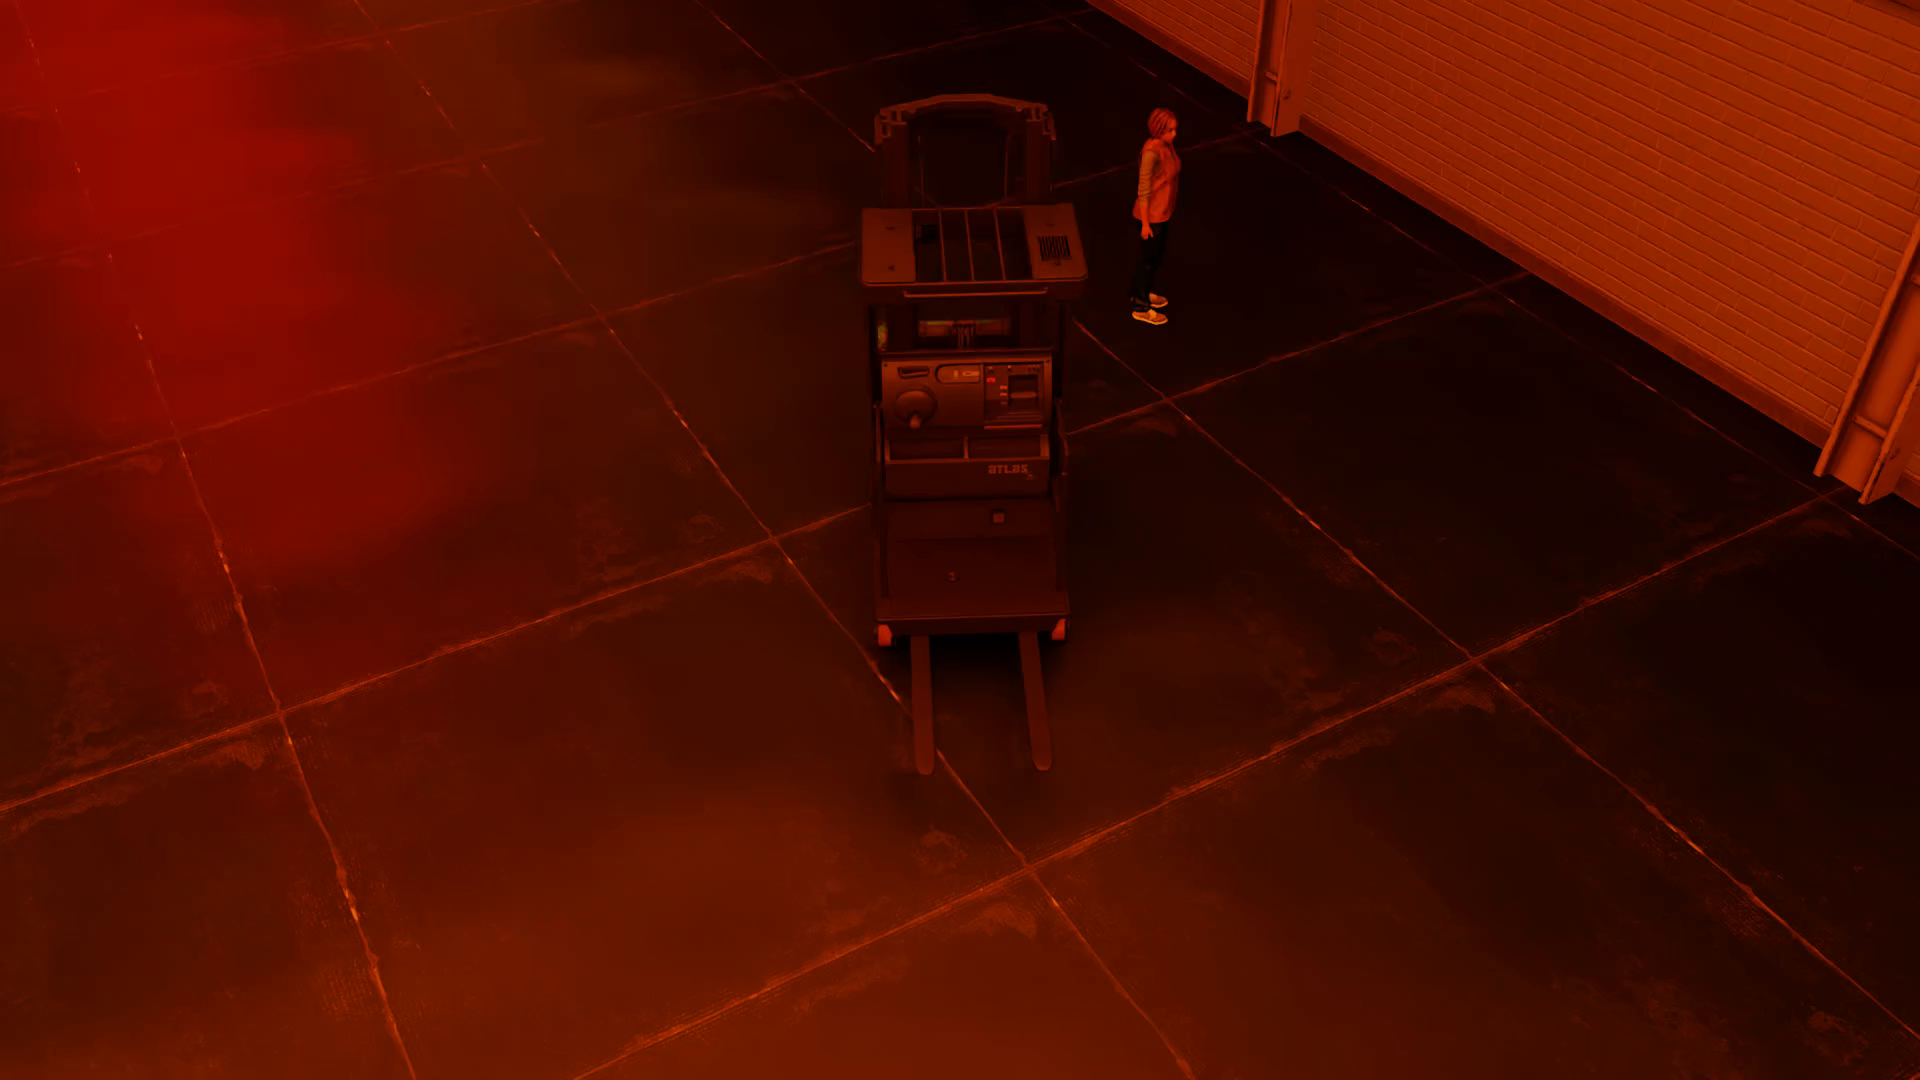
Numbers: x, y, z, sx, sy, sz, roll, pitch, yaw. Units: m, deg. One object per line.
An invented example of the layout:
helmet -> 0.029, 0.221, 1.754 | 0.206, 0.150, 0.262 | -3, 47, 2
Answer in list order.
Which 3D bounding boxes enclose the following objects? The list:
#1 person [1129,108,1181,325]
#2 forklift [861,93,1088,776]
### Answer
person -> 1.405, -2.322, 11.880 | 0.345, 1.601, 0.485 | 12, 41, 14
forklift -> 0.052, -0.728, 8.914 | 1.130, 2.935, 3.031 | -2, 40, -2
